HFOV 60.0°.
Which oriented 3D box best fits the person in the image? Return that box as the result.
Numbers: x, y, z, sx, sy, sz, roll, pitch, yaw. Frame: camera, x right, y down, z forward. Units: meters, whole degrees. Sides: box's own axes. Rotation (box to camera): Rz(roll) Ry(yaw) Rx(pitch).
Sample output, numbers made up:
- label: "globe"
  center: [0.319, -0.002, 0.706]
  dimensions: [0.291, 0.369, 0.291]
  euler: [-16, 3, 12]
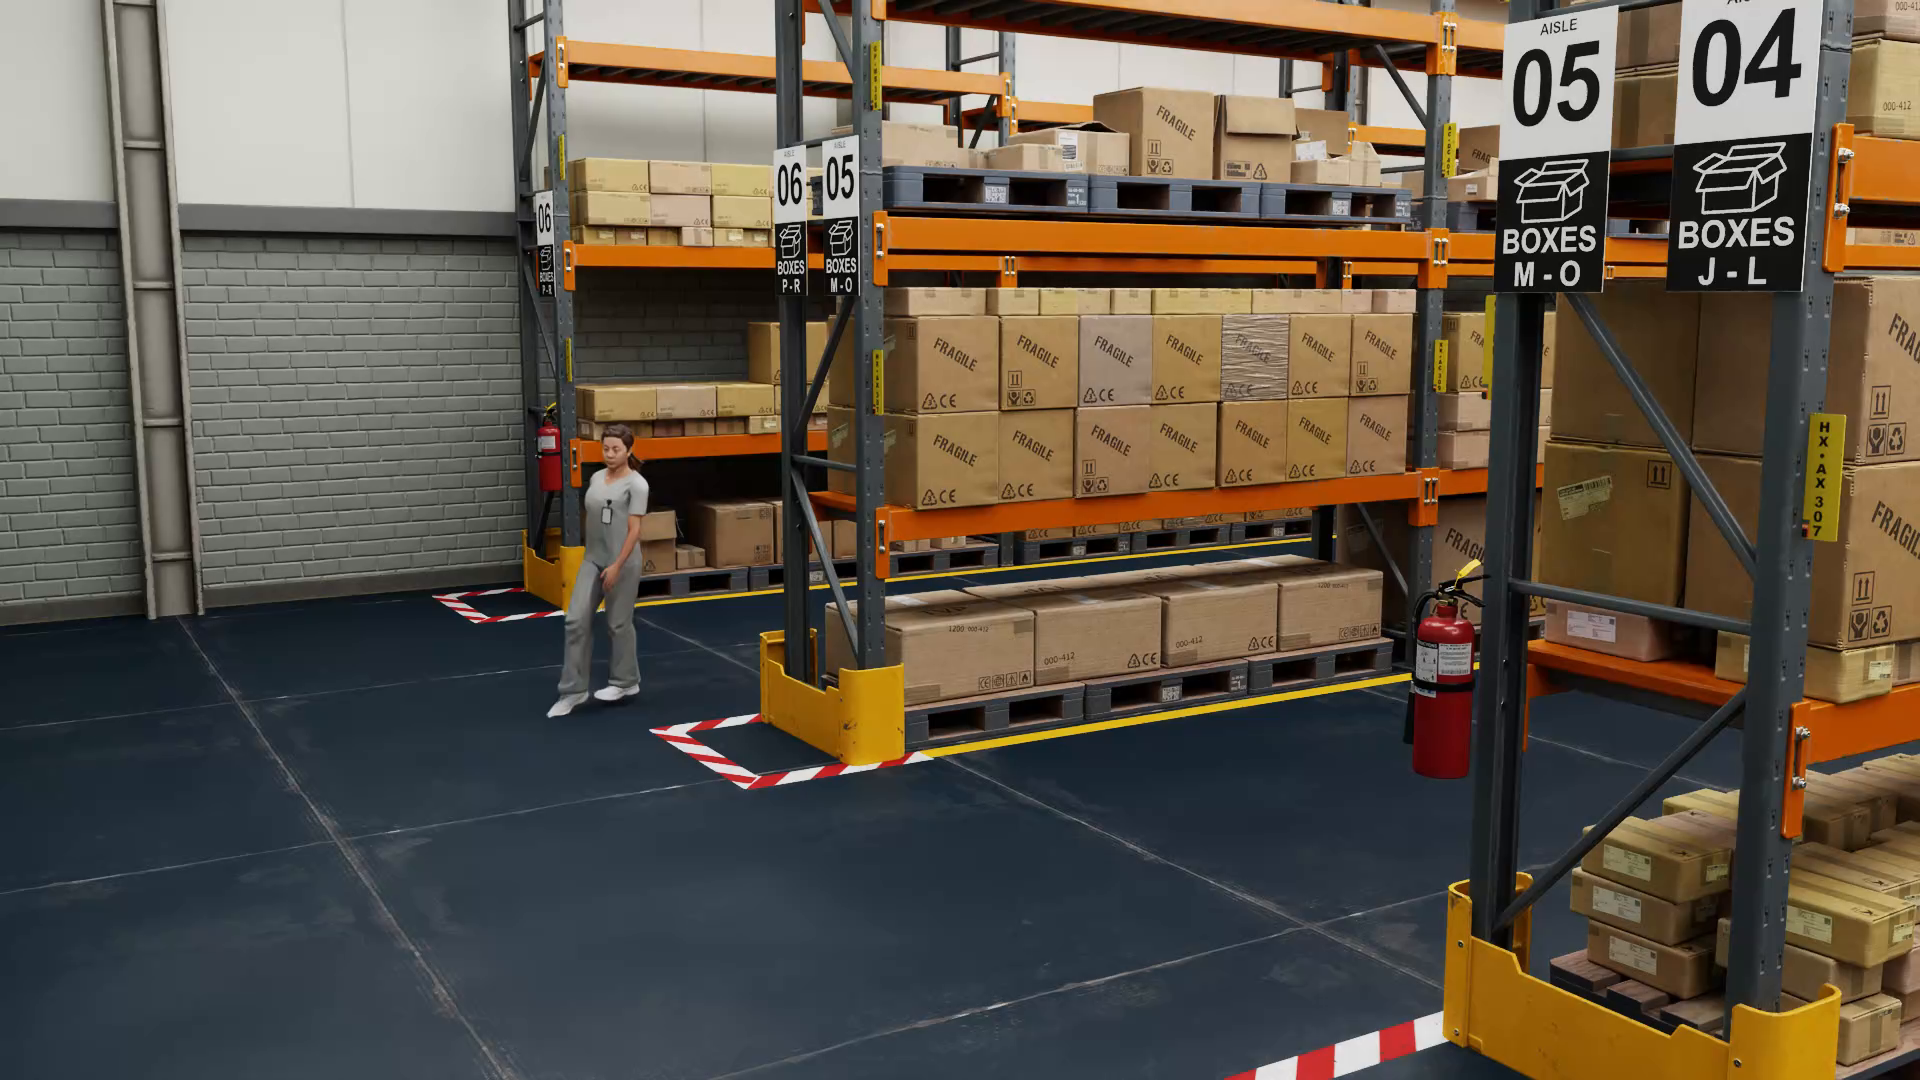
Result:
- label: "person"
  center: [-2.070, 0.196, 9.676]
  dimensions: [0.529, 1.694, 0.619]
  euler: [4, 9, 26]
